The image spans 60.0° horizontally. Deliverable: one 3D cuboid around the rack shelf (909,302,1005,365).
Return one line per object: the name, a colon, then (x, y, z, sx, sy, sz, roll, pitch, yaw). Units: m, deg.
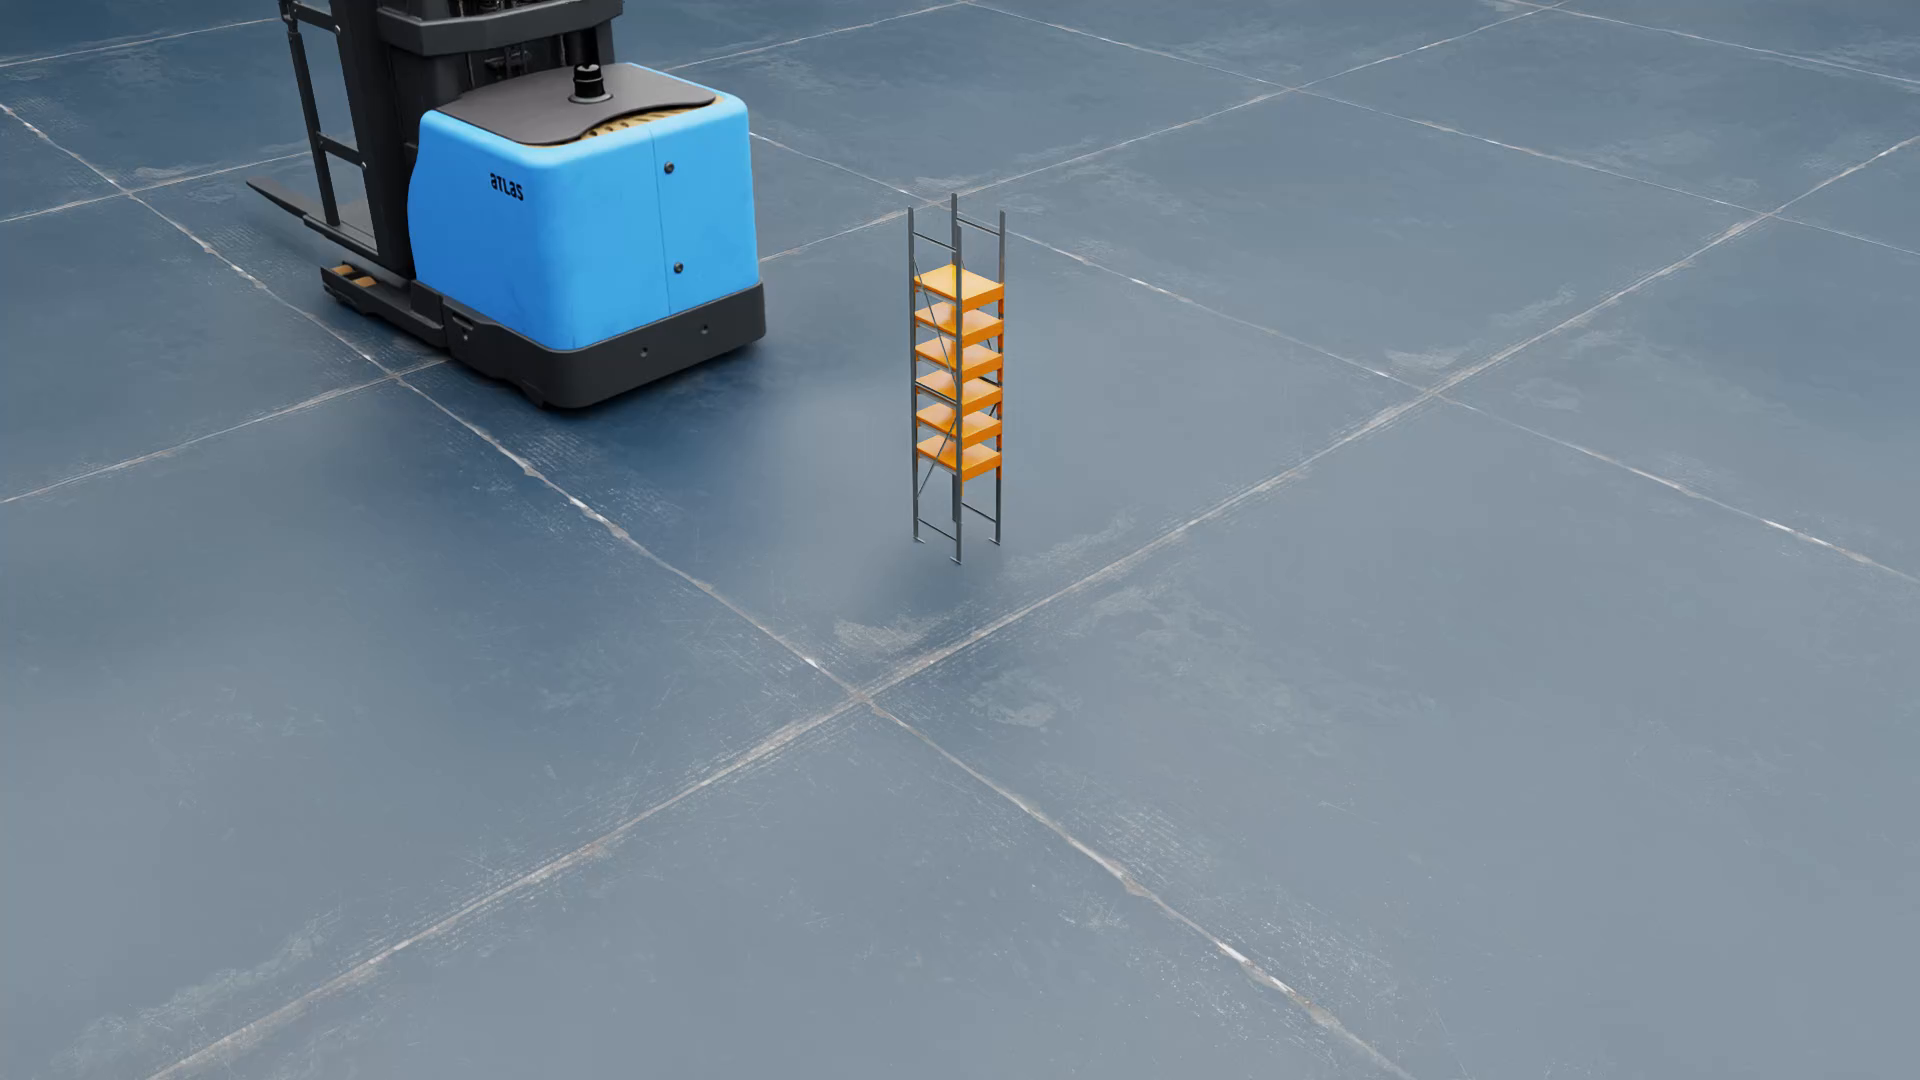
rack shelf: (-0.011, -0.674, 5.327, 0.180, 0.103, 0.258, -26, 40, -35)

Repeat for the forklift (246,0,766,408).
forklift: (-2.227, -2.423, 6.902, 3.031, 2.935, 1.130, 27, 40, 37)

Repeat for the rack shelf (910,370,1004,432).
rack shelf: (-0.011, -0.469, 5.452, 0.180, 0.103, 0.258, -26, 40, -35)

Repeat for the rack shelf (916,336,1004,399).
rack shelf: (-0.011, -0.571, 5.389, 0.180, 0.103, 0.258, -26, 40, -35)

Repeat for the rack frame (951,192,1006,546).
rack frame: (0.056, -0.539, 5.482, 0.006, 1.200, 0.240, -26, 40, -35)

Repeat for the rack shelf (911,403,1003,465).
rack shelf: (-0.011, -0.366, 5.514, 0.180, 0.103, 0.258, -26, 40, -35)

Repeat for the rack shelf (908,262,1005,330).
rack shelf: (-0.011, -0.776, 5.264, 0.180, 0.103, 0.258, -26, 40, -35)

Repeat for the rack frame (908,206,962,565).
rack frame: (-0.078, -0.474, 5.376, 0.006, 1.200, 0.240, -26, 40, -35)

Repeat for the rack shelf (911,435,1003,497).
rack shelf: (-0.011, -0.264, 5.577, 0.180, 0.103, 0.258, -26, 40, -35)

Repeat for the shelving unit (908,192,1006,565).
shelving unit: (-0.011, -0.507, 5.429, 0.189, 1.200, 0.258, -26, 40, -35)
